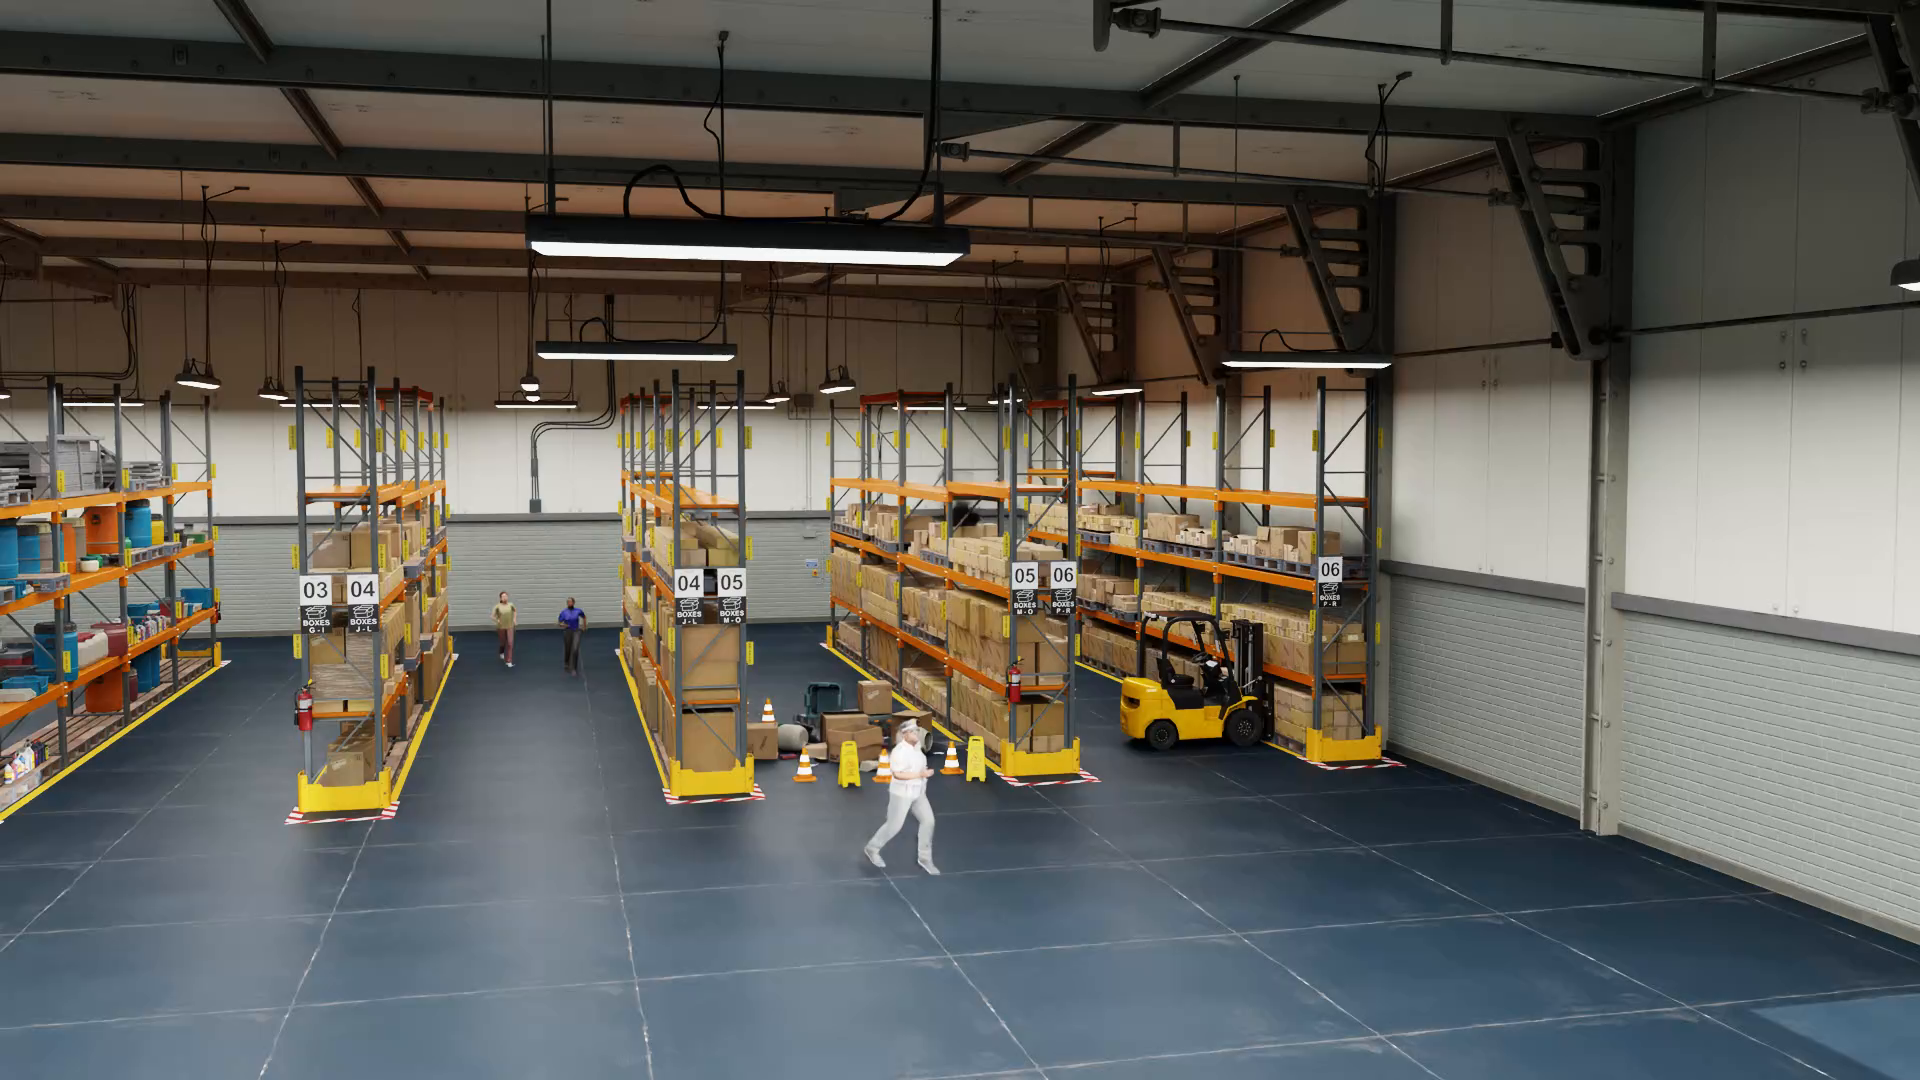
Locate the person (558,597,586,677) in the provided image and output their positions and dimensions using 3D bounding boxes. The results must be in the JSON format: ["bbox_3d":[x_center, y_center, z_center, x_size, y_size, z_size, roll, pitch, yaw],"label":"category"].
[{"bbox_3d":[-8.304,2.061,35.611,0.589,1.663,0.917,-1,3,-11],"label":"person"}]

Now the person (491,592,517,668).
[{"bbox_3d":[-10.123,1.972,36.982,0.591,1.658,0.878,-2,4,-25],"label":"person"}]

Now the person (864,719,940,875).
[{"bbox_3d":[-0.646,2.970,19.327,0.930,1.835,0.672,2,4,35],"label":"person"}]
